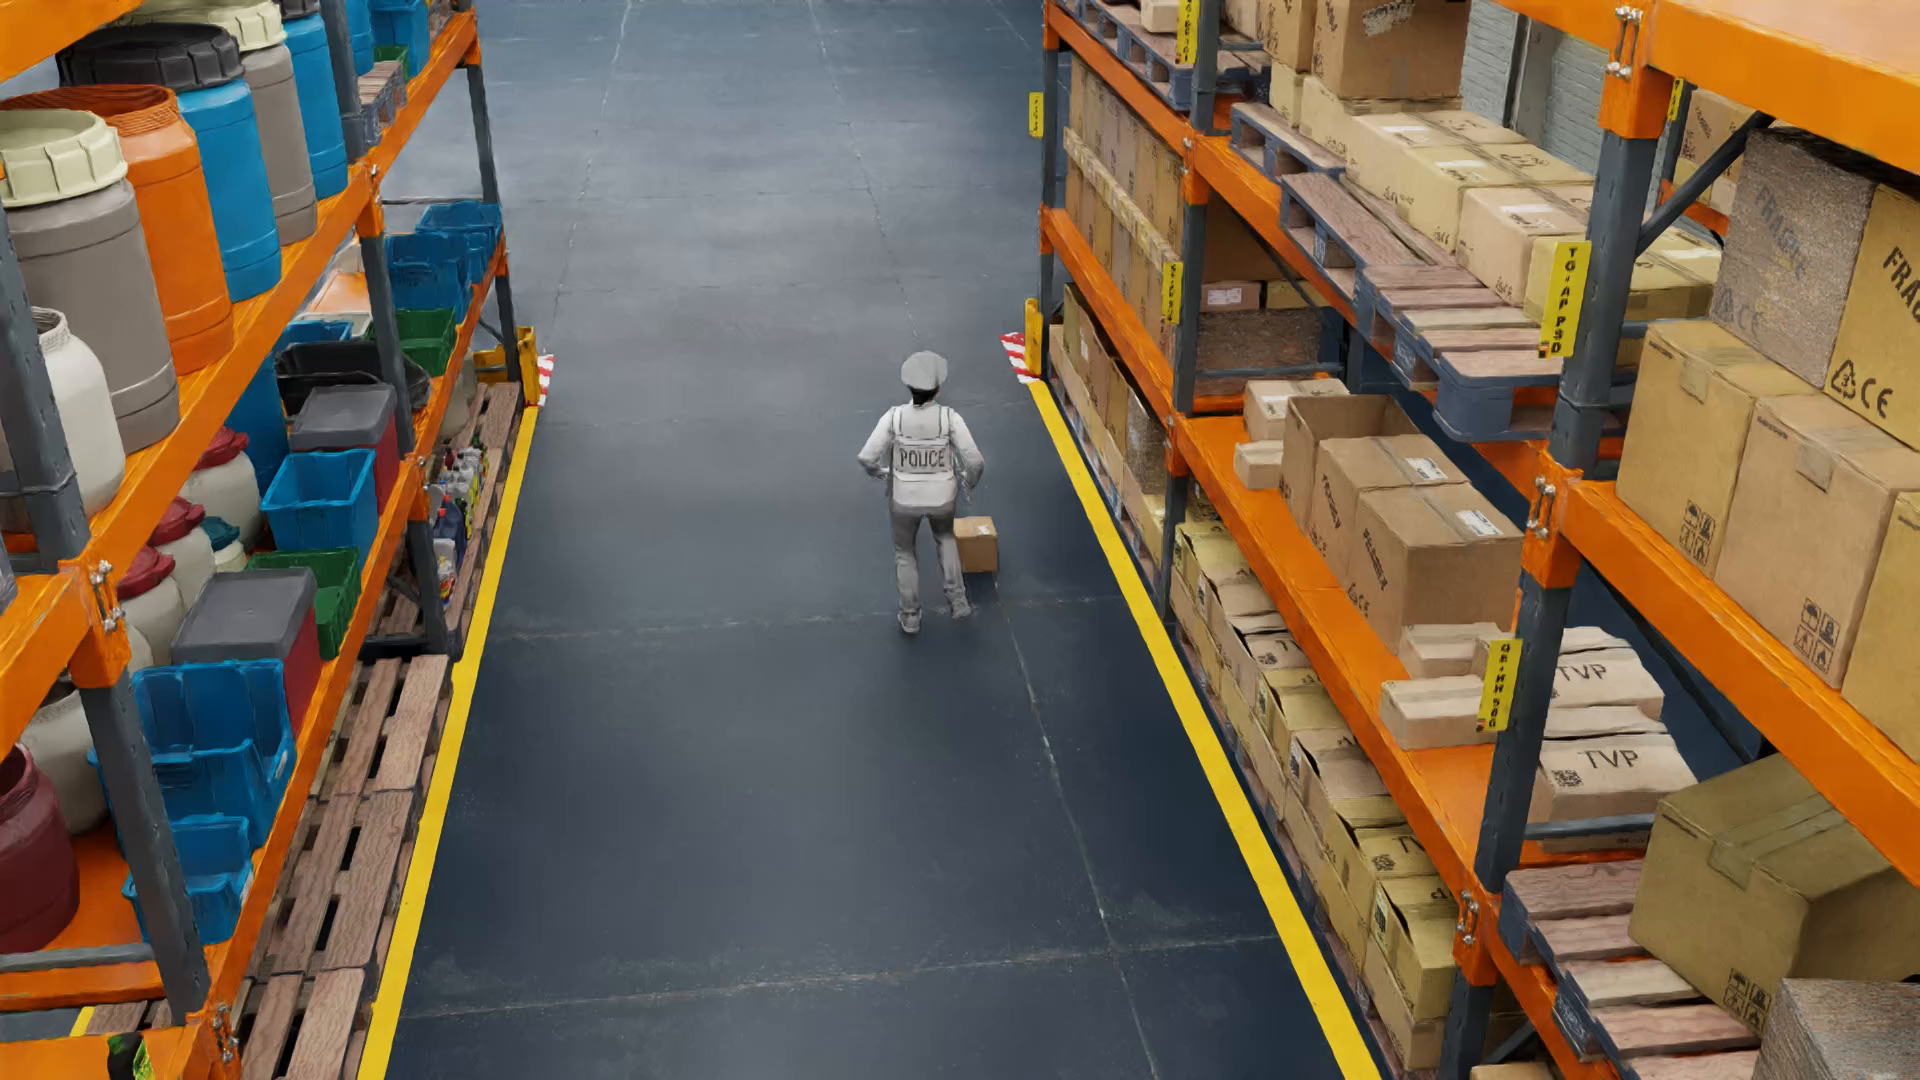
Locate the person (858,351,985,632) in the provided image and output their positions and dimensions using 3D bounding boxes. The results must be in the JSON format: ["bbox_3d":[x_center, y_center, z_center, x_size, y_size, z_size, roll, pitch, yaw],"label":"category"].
[{"bbox_3d":[-0.221,-0.258,9.124,0.675,1.671,0.467,-3,28,-7],"label":"person"}]
